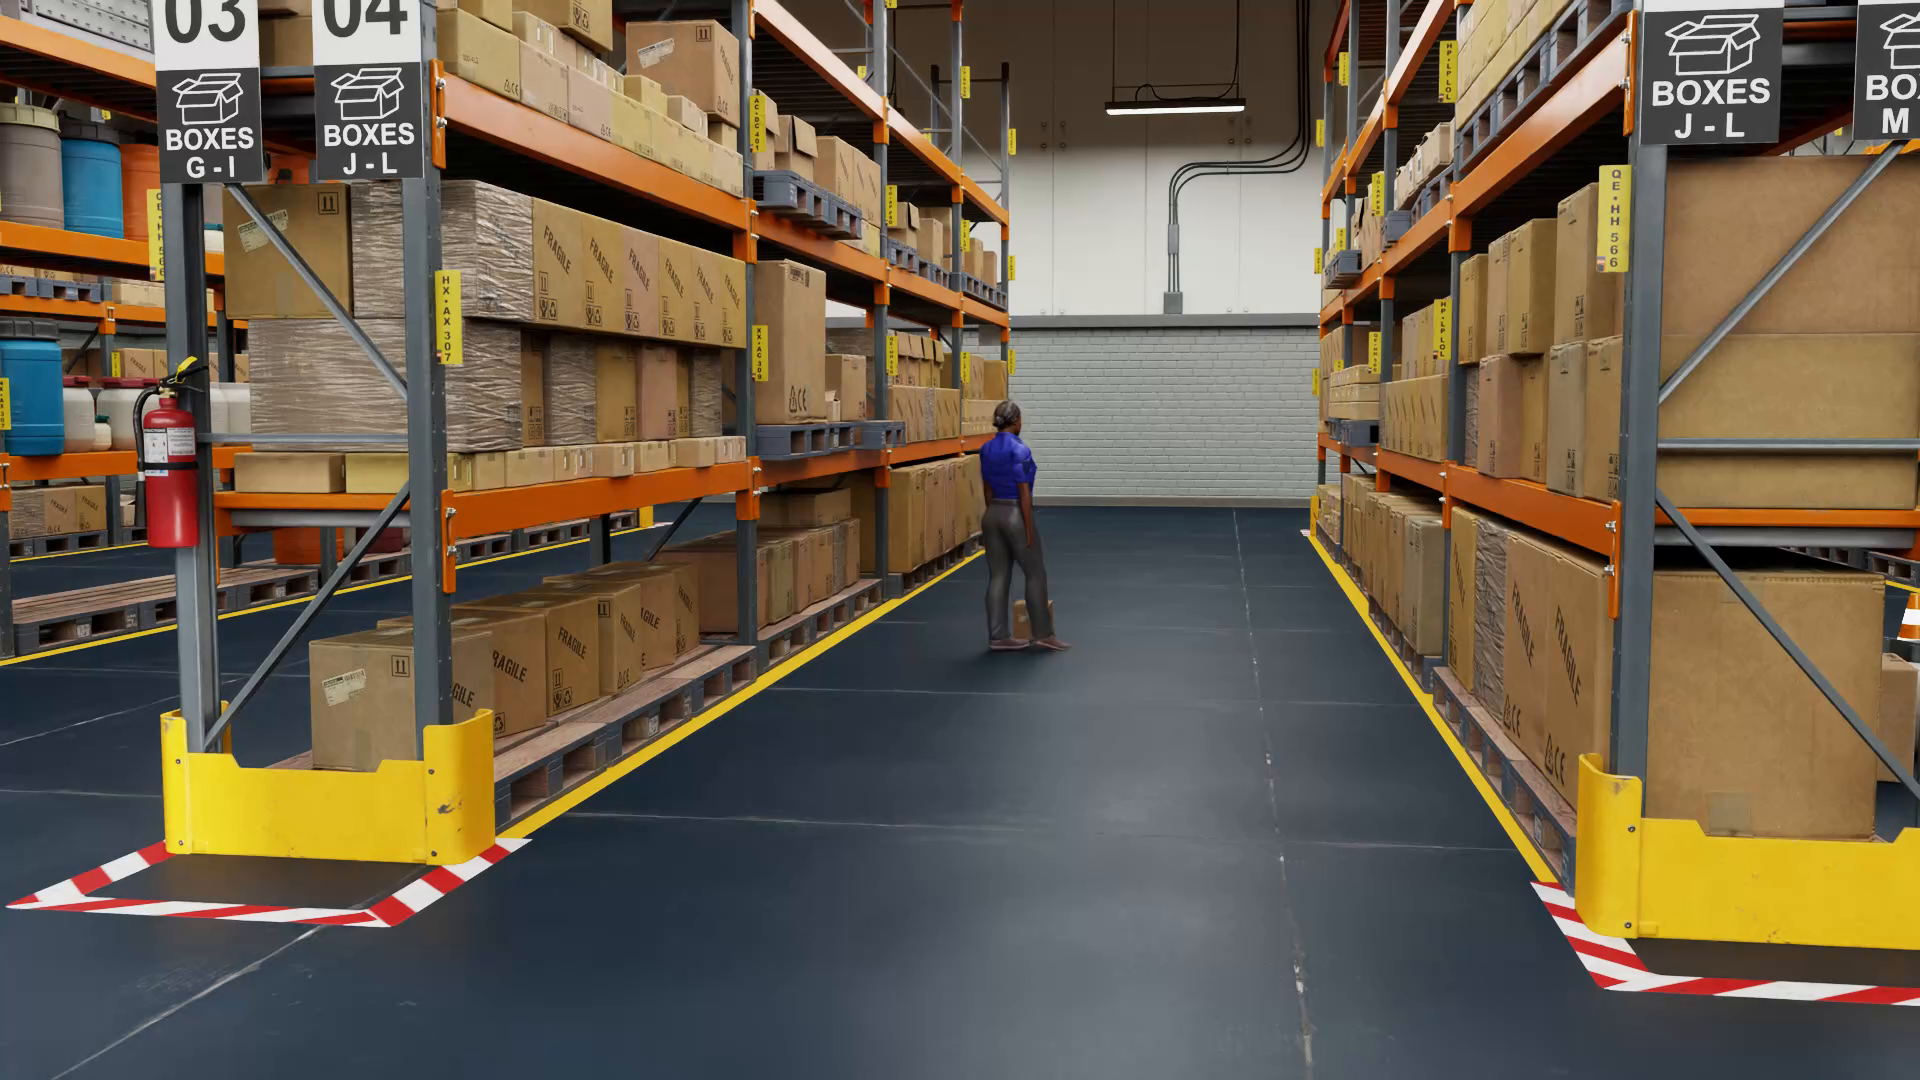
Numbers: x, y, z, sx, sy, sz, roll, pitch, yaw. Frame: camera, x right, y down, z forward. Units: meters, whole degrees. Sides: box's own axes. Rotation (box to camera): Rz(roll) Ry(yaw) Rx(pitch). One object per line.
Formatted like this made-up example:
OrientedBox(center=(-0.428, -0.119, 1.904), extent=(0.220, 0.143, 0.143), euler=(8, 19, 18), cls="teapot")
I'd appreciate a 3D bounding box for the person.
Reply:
OrientedBox(center=(0.419, -0.088, 11.083), extent=(0.497, 1.681, 0.514), euler=(4, 6, 44), cls="person")
